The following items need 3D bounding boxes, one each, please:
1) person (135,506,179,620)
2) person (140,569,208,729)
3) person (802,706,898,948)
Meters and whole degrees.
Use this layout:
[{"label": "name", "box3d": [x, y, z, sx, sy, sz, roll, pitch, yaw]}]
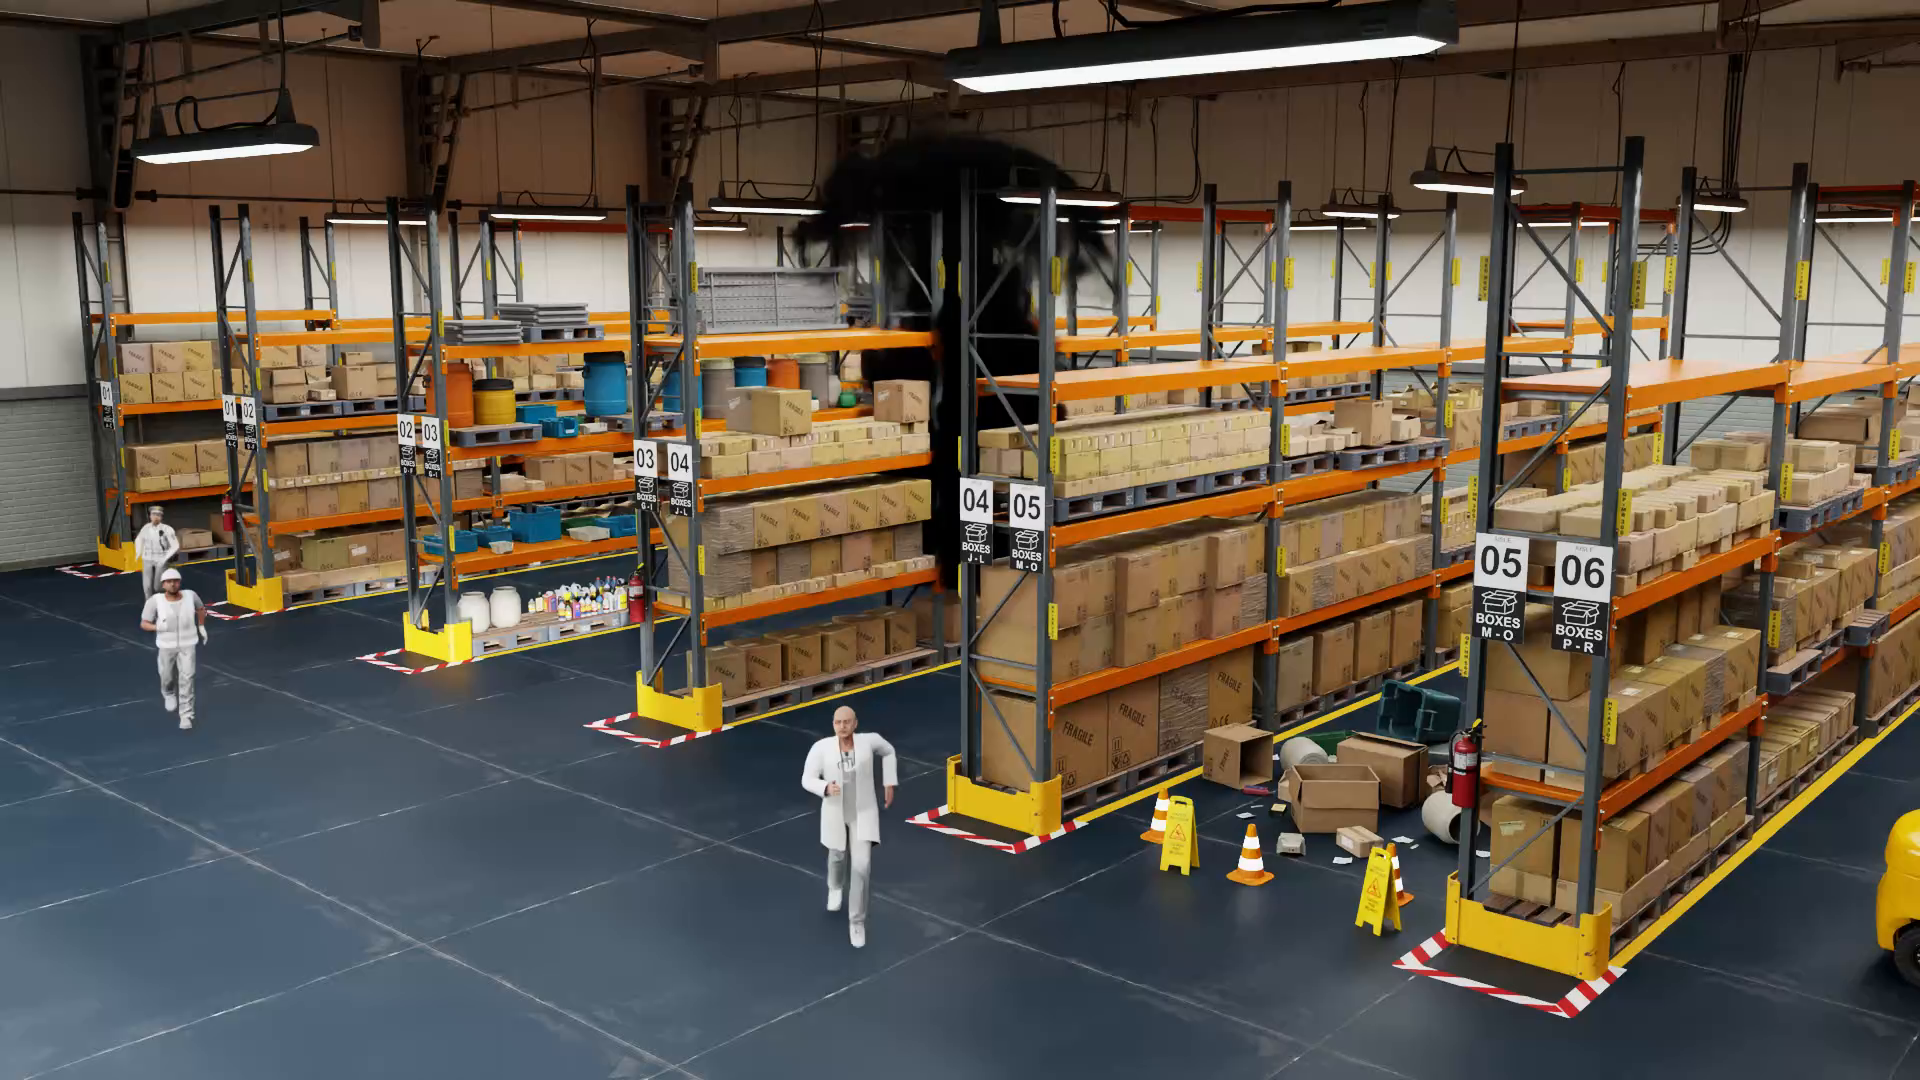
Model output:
[{"label": "person", "box3d": [-11.810, 0.309, 24.502, 0.641, 1.673, 0.658, -1, 10, -8]}, {"label": "person", "box3d": [-8.813, 1.184, 18.686, 0.686, 1.766, 0.951, -5, 11, -30]}, {"label": "person", "box3d": [-0.850, 2.165, 12.962, 0.731, 1.837, 0.988, 0, 9, -1]}]
